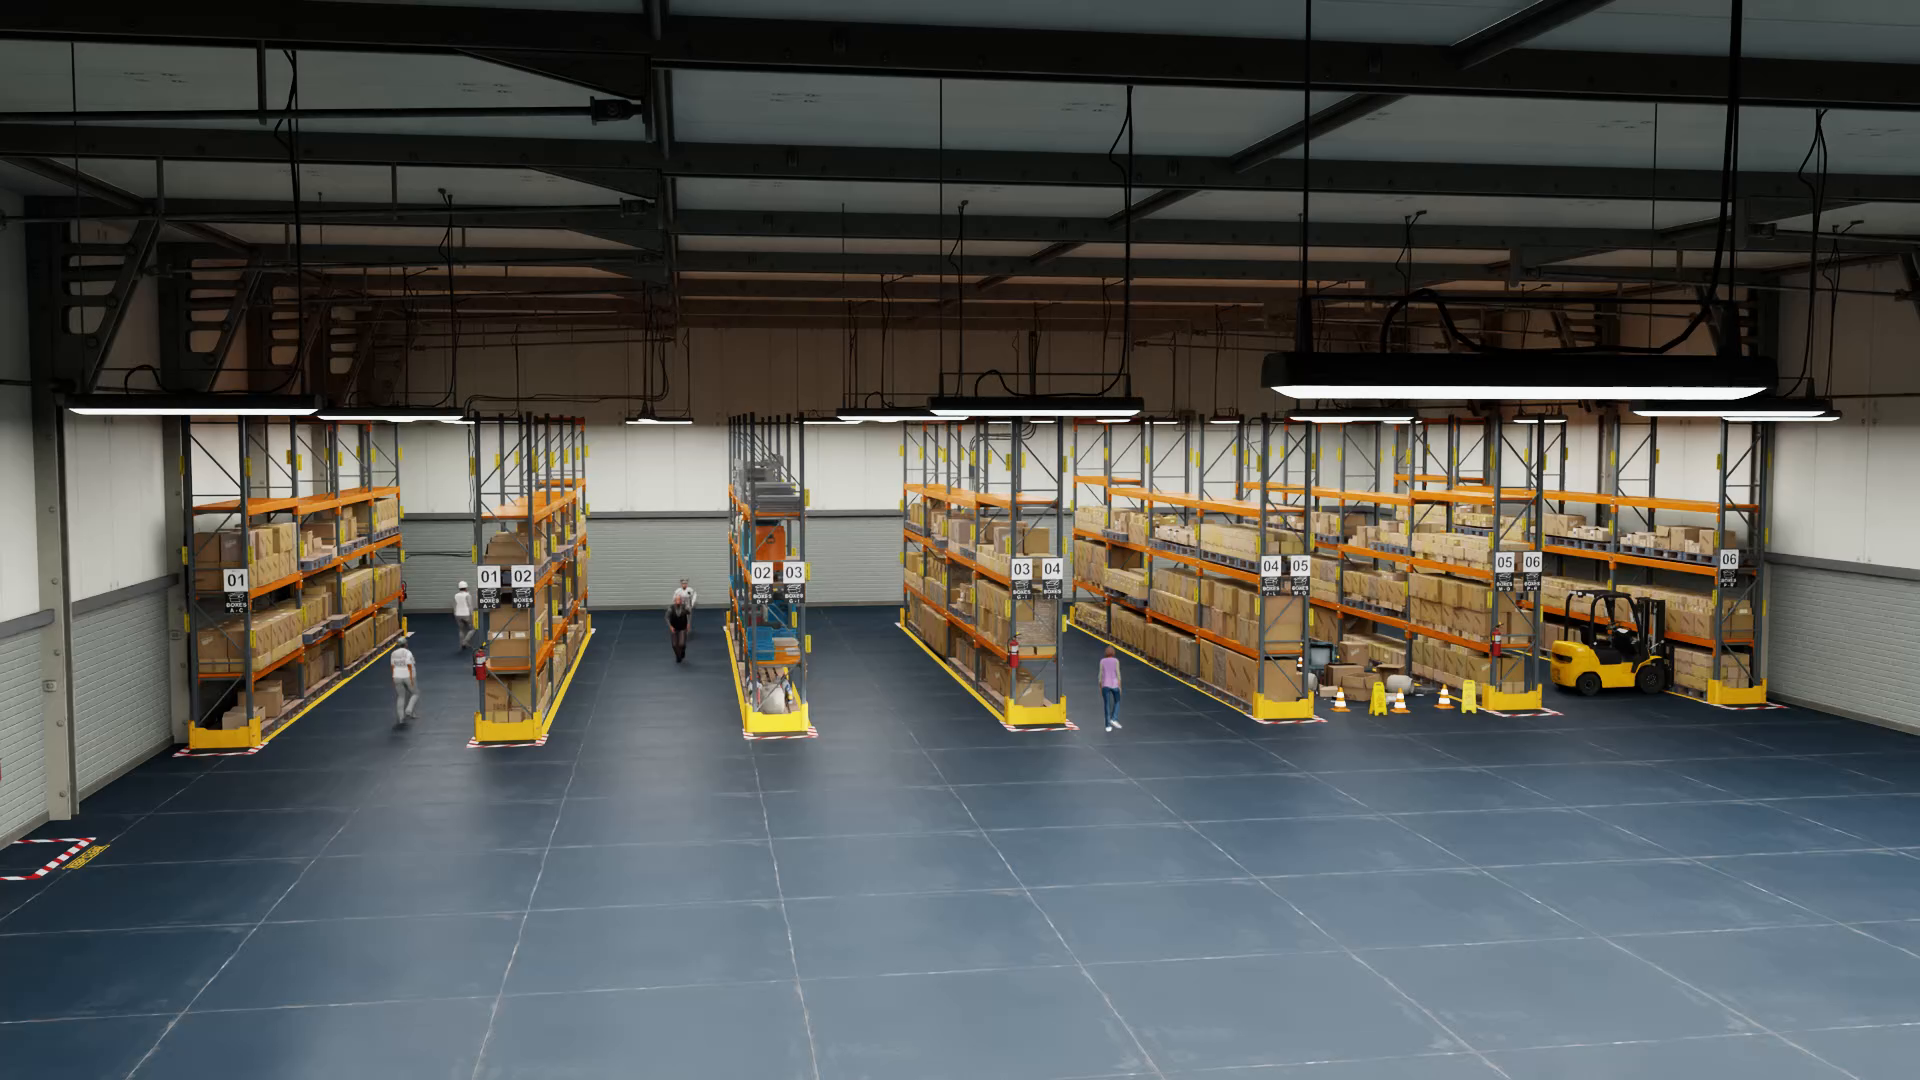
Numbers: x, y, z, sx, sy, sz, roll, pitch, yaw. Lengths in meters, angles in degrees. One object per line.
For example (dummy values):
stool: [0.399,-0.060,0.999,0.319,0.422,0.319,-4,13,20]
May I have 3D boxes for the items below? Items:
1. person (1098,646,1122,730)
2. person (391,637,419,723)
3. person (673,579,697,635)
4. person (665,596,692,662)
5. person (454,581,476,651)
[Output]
person: [2.824,2.786,31.329,0.451,1.581,0.493,1,4,12]
person: [-10.744,2.704,32.166,0.546,1.652,0.506,0,4,0]
person: [-7.520,1.834,45.507,0.592,1.602,0.703,0,4,0]
person: [-6.838,2.163,40.401,0.631,1.641,0.585,0,4,-2]
person: [-12.703,1.947,42.532,0.568,1.772,0.498,1,4,16]
